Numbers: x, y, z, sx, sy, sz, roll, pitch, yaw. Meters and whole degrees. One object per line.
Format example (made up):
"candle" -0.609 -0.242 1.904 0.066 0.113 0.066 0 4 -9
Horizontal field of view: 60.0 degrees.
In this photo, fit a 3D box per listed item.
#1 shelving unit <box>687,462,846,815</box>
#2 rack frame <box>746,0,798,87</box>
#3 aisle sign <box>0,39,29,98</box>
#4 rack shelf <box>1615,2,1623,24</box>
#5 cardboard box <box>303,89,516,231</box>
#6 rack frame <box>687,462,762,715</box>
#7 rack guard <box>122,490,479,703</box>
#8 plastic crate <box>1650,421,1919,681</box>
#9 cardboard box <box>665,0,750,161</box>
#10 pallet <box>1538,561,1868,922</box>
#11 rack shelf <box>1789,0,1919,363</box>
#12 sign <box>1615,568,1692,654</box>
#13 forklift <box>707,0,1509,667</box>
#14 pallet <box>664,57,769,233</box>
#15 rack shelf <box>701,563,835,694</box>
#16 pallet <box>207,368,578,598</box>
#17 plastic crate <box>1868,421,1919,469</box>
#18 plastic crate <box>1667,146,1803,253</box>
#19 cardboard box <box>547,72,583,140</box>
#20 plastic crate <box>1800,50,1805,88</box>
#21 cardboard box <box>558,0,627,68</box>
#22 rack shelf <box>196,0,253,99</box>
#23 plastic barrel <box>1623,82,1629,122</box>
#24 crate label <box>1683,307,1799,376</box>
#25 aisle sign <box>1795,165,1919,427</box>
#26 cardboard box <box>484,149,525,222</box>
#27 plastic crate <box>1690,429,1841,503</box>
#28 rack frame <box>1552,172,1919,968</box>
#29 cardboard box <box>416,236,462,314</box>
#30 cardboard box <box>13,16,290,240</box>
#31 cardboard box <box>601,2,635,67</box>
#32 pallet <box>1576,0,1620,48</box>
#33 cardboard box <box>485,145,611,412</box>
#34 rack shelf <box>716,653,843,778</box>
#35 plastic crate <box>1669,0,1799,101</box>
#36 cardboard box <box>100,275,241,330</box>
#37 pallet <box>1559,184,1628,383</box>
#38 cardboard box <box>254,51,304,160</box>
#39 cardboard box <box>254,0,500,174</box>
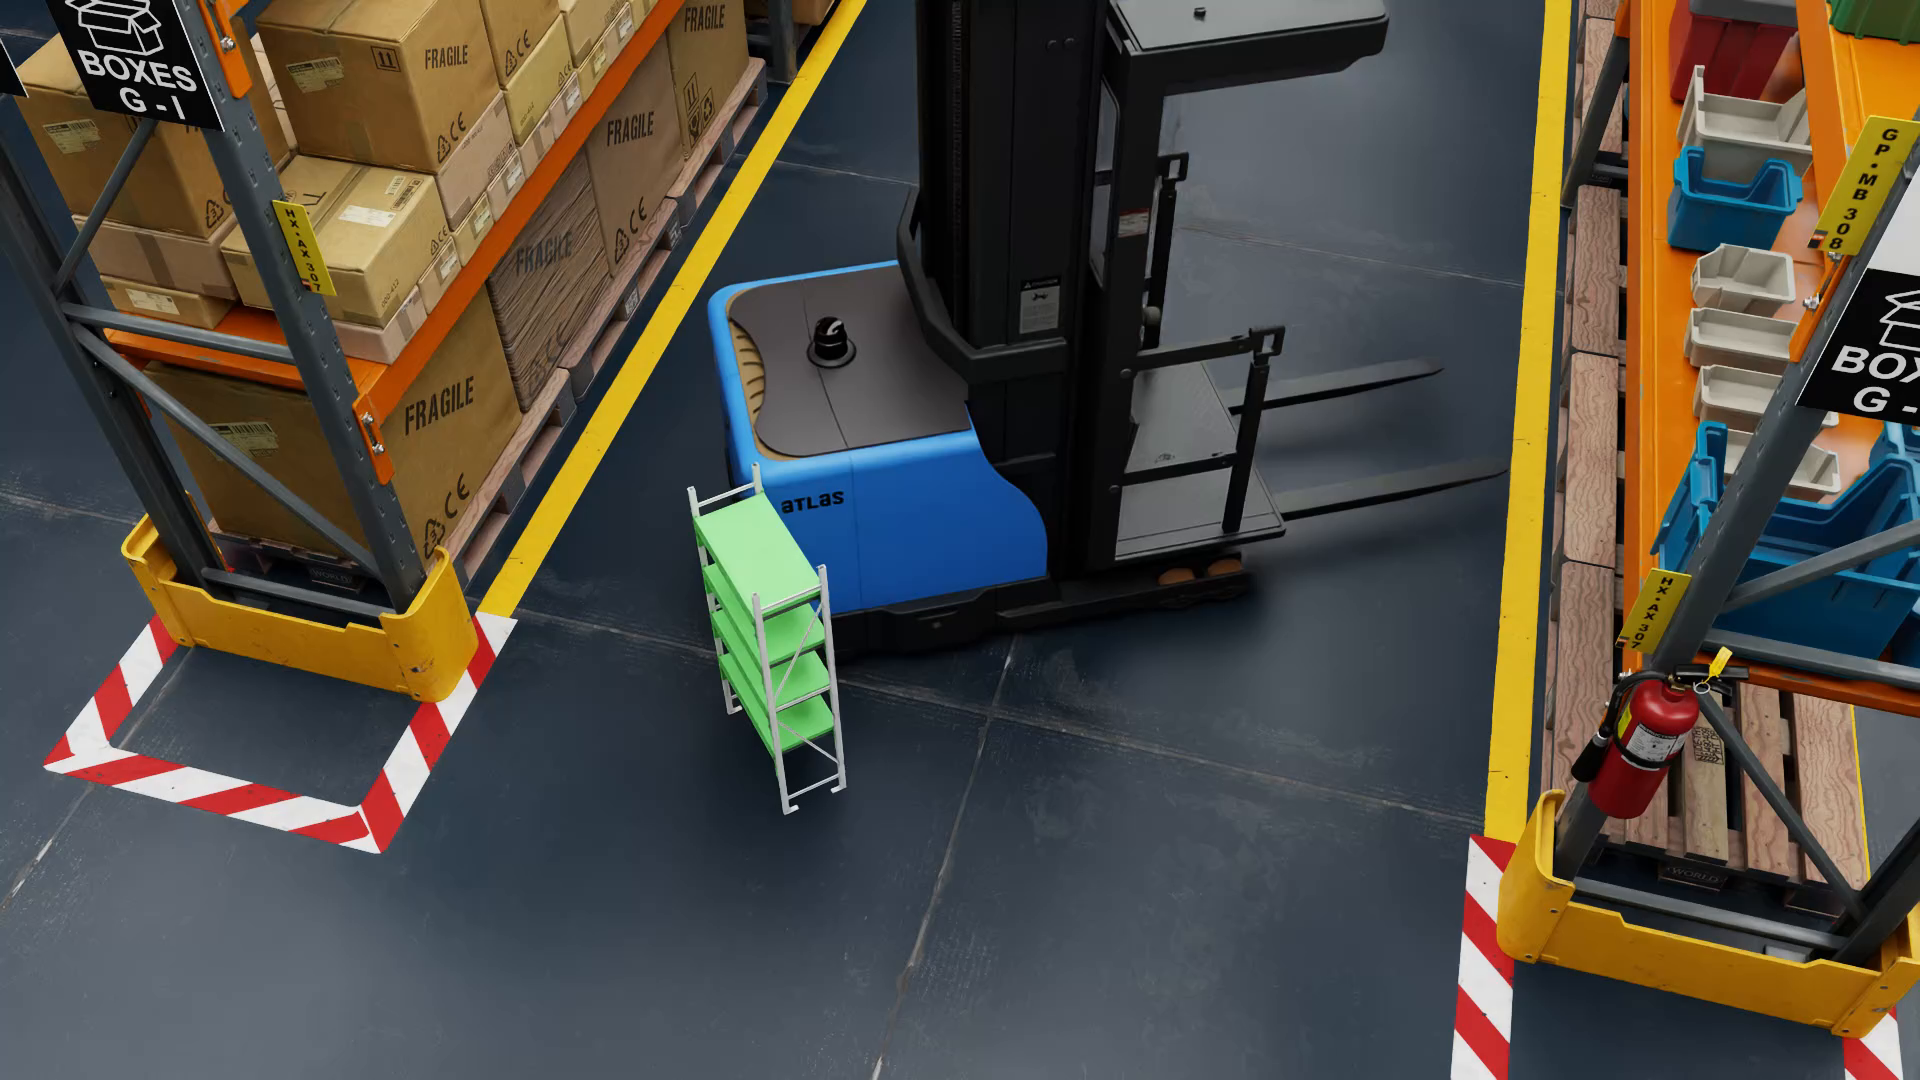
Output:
"shelving unit" -0.629 0.358 5.553 0.258 1.200 0.503 -22 52 -19
"rack frame" -1.362 -3.529 7.783 1.000 3.000 0.127 12 50 10
"aisle sign" -2.723 -1.503 4.261 0.394 0.787 0.004 12 50 10
"rack shelf" 3.942 -3.760 8.467 1.077 0.370 4.000 12 50 10
"cardboard box" -1.898 -1.356 5.767 0.500 0.250 0.500 11 49 10
"rack frame" -0.746 0.197 5.695 0.240 1.200 0.015 -22 52 -19
"rack guard" -2.421 0.209 6.151 1.175 0.500 0.348 12 50 10
"plastic crate" 2.271 0.031 4.577 0.616 0.435 0.499 12 50 10
"cardboard box" -1.613 -2.504 8.015 0.875 0.875 0.875 12 50 10
"pallet" 2.618 0.675 5.932 1.003 0.211 1.213 12 50 10
"rack shelf" 2.890 -1.860 4.789 1.077 0.370 4.000 12 50 10
"sign" 1.828 0.191 4.391 0.100 0.325 0.005 12 50 10
"forklift" 0.639 -1.084 5.671 3.031 2.935 1.130 -10 49 -9
"pallet" -1.638 -2.072 8.357 1.003 0.211 1.213 12 50 10
"rack shelf" -0.629 0.241 5.421 0.258 0.148 0.480 -22 52 -19
"pallet" -2.280 -0.307 6.799 1.003 0.211 1.213 12 50 10
"plastic crate" 2.919 -0.213 4.928 0.416 0.233 0.300 12 50 10
"plastic crate" 2.656 -1.159 5.763 0.416 0.233 0.300 12 50 10
"cardboard box" -1.667 -1.675 6.314 0.380 0.149 0.250 11 50 10
"plastic crate" 3.381 -1.618 6.240 0.437 0.125 0.590 12 50 10
"cardboard box" -1.630 -2.097 6.421 0.500 0.250 0.500 11 49 9
"rack shelf" -1.889 -2.837 5.651 1.077 0.370 4.000 12 50 10
"plastic barrel" 3.576 -2.387 7.894 0.600 0.901 0.708 12 50 10
"crate label" 2.543 -0.630 5.360 0.396 0.136 0.243 12 50 10
"aisle sign" 2.062 -0.525 3.397 0.394 0.787 0.004 12 50 10
"cardboard box" -1.803 -1.304 5.987 0.380 0.149 0.250 11 49 9
"plastic crate" 2.403 -0.217 4.995 0.396 0.136 0.243 12 50 10
"rack frame" 2.363 0.341 4.367 1.000 3.000 0.127 12 50 10
"cardboard box" -1.937 -0.930 5.657 0.380 0.149 0.250 11 49 9
"cardboard box" -2.540 -1.337 5.250 0.500 0.500 0.500 12 50 10
"cardboard box" -1.532 -2.047 6.643 0.380 0.149 0.250 12 50 11
"pallet" 3.978 -3.064 9.233 1.003 0.211 1.213 12 50 10
"cardboard box" -2.084 -1.209 6.872 0.875 0.875 0.875 12 50 10
"rack shelf" -0.629 0.559 5.781 0.258 0.148 0.480 -22 52 -19
"plastic crate" 2.939 -1.997 6.348 0.402 0.464 0.583 12 50 10
"cardboard box" -2.639 -0.875 5.608 0.380 0.149 0.250 12 50 11
"pallet" 3.260 -1.090 7.490 1.003 0.211 1.213 12 50 10
"cardboard box" -2.409 -1.454 5.854 0.500 0.250 0.500 11 49 9
"cardboard box" -1.897 -1.588 5.472 0.500 0.500 0.500 10 49 9
